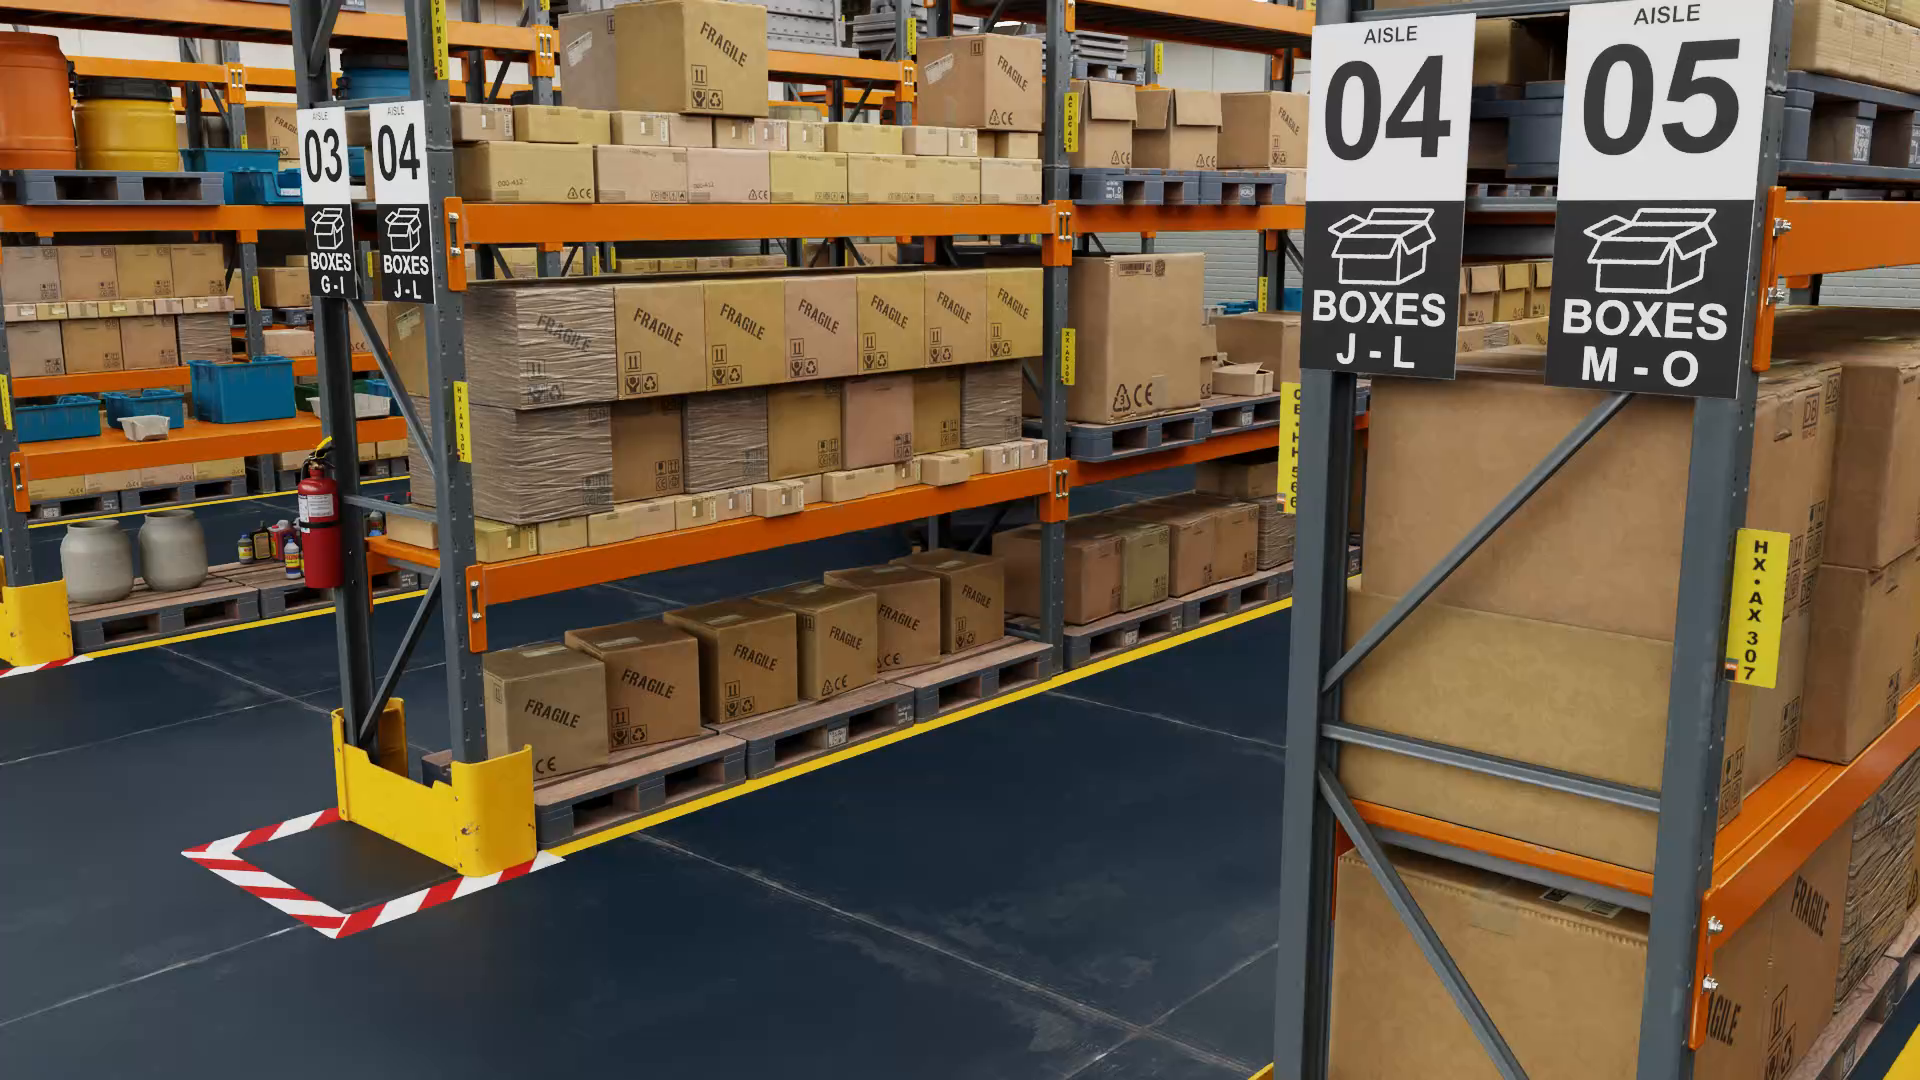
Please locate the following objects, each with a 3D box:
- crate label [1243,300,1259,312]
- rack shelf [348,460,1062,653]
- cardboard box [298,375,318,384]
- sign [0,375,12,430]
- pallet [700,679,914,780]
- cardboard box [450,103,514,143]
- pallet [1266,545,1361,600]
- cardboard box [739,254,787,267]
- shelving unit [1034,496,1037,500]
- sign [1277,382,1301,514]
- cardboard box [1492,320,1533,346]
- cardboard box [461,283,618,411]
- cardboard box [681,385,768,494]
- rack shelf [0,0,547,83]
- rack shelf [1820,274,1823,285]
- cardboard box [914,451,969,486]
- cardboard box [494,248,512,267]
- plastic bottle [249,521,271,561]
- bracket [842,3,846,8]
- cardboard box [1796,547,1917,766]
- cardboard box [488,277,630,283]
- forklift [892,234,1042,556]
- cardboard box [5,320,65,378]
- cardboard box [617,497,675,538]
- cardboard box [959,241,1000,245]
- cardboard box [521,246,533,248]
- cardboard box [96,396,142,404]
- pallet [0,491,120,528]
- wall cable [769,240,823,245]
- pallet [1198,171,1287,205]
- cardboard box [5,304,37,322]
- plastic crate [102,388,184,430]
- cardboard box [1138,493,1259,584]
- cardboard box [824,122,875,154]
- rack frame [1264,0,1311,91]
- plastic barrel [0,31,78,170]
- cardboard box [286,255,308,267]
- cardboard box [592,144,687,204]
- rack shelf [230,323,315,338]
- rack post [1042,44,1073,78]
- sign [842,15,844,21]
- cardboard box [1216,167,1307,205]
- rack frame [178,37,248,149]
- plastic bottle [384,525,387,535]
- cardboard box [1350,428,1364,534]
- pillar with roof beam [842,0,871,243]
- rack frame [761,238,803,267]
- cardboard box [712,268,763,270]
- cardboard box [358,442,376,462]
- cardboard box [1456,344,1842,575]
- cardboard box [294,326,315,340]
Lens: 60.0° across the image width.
[{"bbox_3d":[4.005,-3.073,22.211,0.416,0.233,0.303,10,15,40],"label":"crate label"},{"bbox_3d":[-1.106,-0.066,8.720,1.077,0.370,4.000,10,15,40],"label":"rack shelf"},{"bbox_3d":[-8.744,-2.100,22.327,0.700,0.500,0.500,10,15,41],"label":"cardboard box"},{"bbox_3d":[-5.736,-0.829,9.996,0.100,0.325,0.005,10,15,40],"label":"sign"},{"bbox_3d":[-1.008,0.938,8.976,1.003,0.211,1.213,10,15,40],"label":"pallet"},{"bbox_3d":[-2.071,-1.728,6.912,0.380,0.149,0.250,10,15,40],"label":"cardboard box"},{"bbox_3d":[2.338,0.181,12.768,1.003,0.211,1.213,10,15,40],"label":"pallet"},{"bbox_3d":[-3.356,-4.471,28.170,0.980,0.700,0.700,11,16,43],"label":"cardboard box"},{"bbox_3d":[0.465,-1.260,15.156,0.503,2.100,0.431,-3,12,-14],"label":"shelving unit"},{"bbox_3d":[0.835,-0.225,4.116,0.100,0.325,0.005,10,15,40],"label":"sign"},{"bbox_3d":[4.720,-1.685,14.736,0.500,0.500,0.500,10,15,40],"label":"cardboard box"},{"bbox_3d":[-1.858,-0.856,7.269,0.500,0.500,0.500,10,15,40],"label":"cardboard box"},{"bbox_3d":[-1.440,-0.554,8.311,0.875,0.500,0.500,10,15,40],"label":"cardboard box"},{"bbox_3d":[-4.826,-3.452,11.378,1.077,0.370,4.000,10,15,40],"label":"rack shelf"},{"bbox_3d":[5.194,-1.469,8.088,1.077,0.370,4.000,10,15,40],"label":"rack shelf"},{"bbox_3d":[-0.170,-0.405,9.220,0.380,0.149,0.250,10,15,40],"label":"cardboard box"},{"bbox_3d":[-6.801,-4.058,23.889,0.500,0.250,0.500,9,15,39],"label":"cardboard box"},{"bbox_3d":[-5.200,0.005,12.340,0.061,0.283,0.133,10,15,42],"label":"plastic bottle"},{"bbox_3d":[-3.613,-9.127,27.745,0.076,0.066,4.783,10,15,40],"label":"bracket"},{"bbox_3d":[2.255,0.248,4.930,0.875,0.550,0.550,10,15,40],"label":"cardboard box"},{"bbox_3d":[-1.923,-0.997,7.977,0.500,0.500,0.500,10,15,40],"label":"cardboard box"},{"bbox_3d":[0.108,-1.304,13.257,1.130,2.935,3.031,-2,11,-8],"label":"forklift"},{"bbox_3d":[-8.527,-1.750,15.060,0.700,0.500,0.500,10,15,42],"label":"cardboard box"},{"bbox_3d":[-1.554,-0.121,7.801,0.380,0.149,0.250,10,15,40],"label":"cardboard box"},{"bbox_3d":[0.277,-4.124,24.392,0.500,0.500,0.500,10,15,42],"label":"cardboard box"},{"bbox_3d":[-6.507,-4.272,24.961,0.500,0.250,0.500,10,15,41],"label":"cardboard box"},{"bbox_3d":[-8.090,-1.117,16.181,0.500,0.500,0.500,10,15,40],"label":"cardboard box"},{"bbox_3d":[-8.586,-0.335,15.350,1.003,0.211,1.213,10,15,40],"label":"pallet"},{"bbox_3d":[-2.892,-5.209,30.038,0.084,1.984,1.851,10,15,40],"label":"wall cable"},{"bbox_3d":[1.384,-2.322,11.000,1.213,0.211,1.003,10,15,40],"label":"pallet"},{"bbox_3d":[-8.429,-2.029,14.800,0.380,0.149,0.250,10,15,41],"label":"cardboard box"},{"bbox_3d":[-5.608,-0.899,11.435,0.499,0.251,0.408,10,15,40],"label":"plastic crate"},{"bbox_3d":[1.702,-0.023,11.926,0.500,0.500,0.700,-11,15,-43],"label":"cardboard box"},{"bbox_3d":[-0.649,-2.026,8.404,0.380,0.149,0.250,11,16,43],"label":"cardboard box"},{"bbox_3d":[4.415,-6.061,21.581,1.000,3.000,0.127,10,15,40],"label":"rack frame"},{"bbox_3d":[-5.921,-2.740,10.446,0.600,0.830,0.708,10,15,40],"label":"plastic barrel"},{"bbox_3d":[-8.714,-3.702,22.052,0.380,0.149,0.250,7,13,31],"label":"cardboard box"},{"bbox_3d":[-1.578,-1.636,7.469,0.500,0.250,0.500,9,15,39],"label":"cardboard box"},{"bbox_3d":[-9.628,-2.576,21.286,1.077,0.370,4.000,10,15,40],"label":"rack shelf"},{"bbox_3d":[0.534,-4.913,17.110,0.954,0.300,0.937,-10,15,-41],"label":"rack post"},{"bbox_3d":[-1.523,-6.578,21.382,0.100,0.325,0.005,10,15,40],"label":"sign"},{"bbox_3d":[2.074,-2.449,11.539,0.500,0.250,0.500,10,15,42],"label":"cardboard box"},{"bbox_3d":[-7.224,-4.936,15.951,1.000,3.000,0.127,10,15,40],"label":"rack frame"},{"bbox_3d":[-4.245,-0.020,12.463,0.061,0.283,0.133,10,15,40],"label":"plastic bottle"},{"bbox_3d":[3.326,-0.564,13.732,1.225,0.875,0.875,9,14,38],"label":"cardboard box"},{"bbox_3d":[1.340,-7.294,27.756,9.100,9.000,0.548,10,15,40],"label":"pillar with roof beam"},{"bbox_3d":[-3.027,-4.400,28.582,1.000,3.000,0.127,10,15,40],"label":"rack frame"},{"bbox_3d":[-2.831,-3.276,21.629,0.500,0.500,0.700,-9,15,-39],"label":"cardboard box"},{"bbox_3d":[-6.434,-0.954,17.279,0.500,0.250,0.500,10,15,42],"label":"cardboard box"},{"bbox_3d":[1.801,-0.214,4.484,0.875,0.550,0.550,10,15,40],"label":"cardboard box"},{"bbox_3d":[-6.782,-2.082,17.318,0.396,0.266,0.258,9,15,39],"label":"cardboard box"}]
